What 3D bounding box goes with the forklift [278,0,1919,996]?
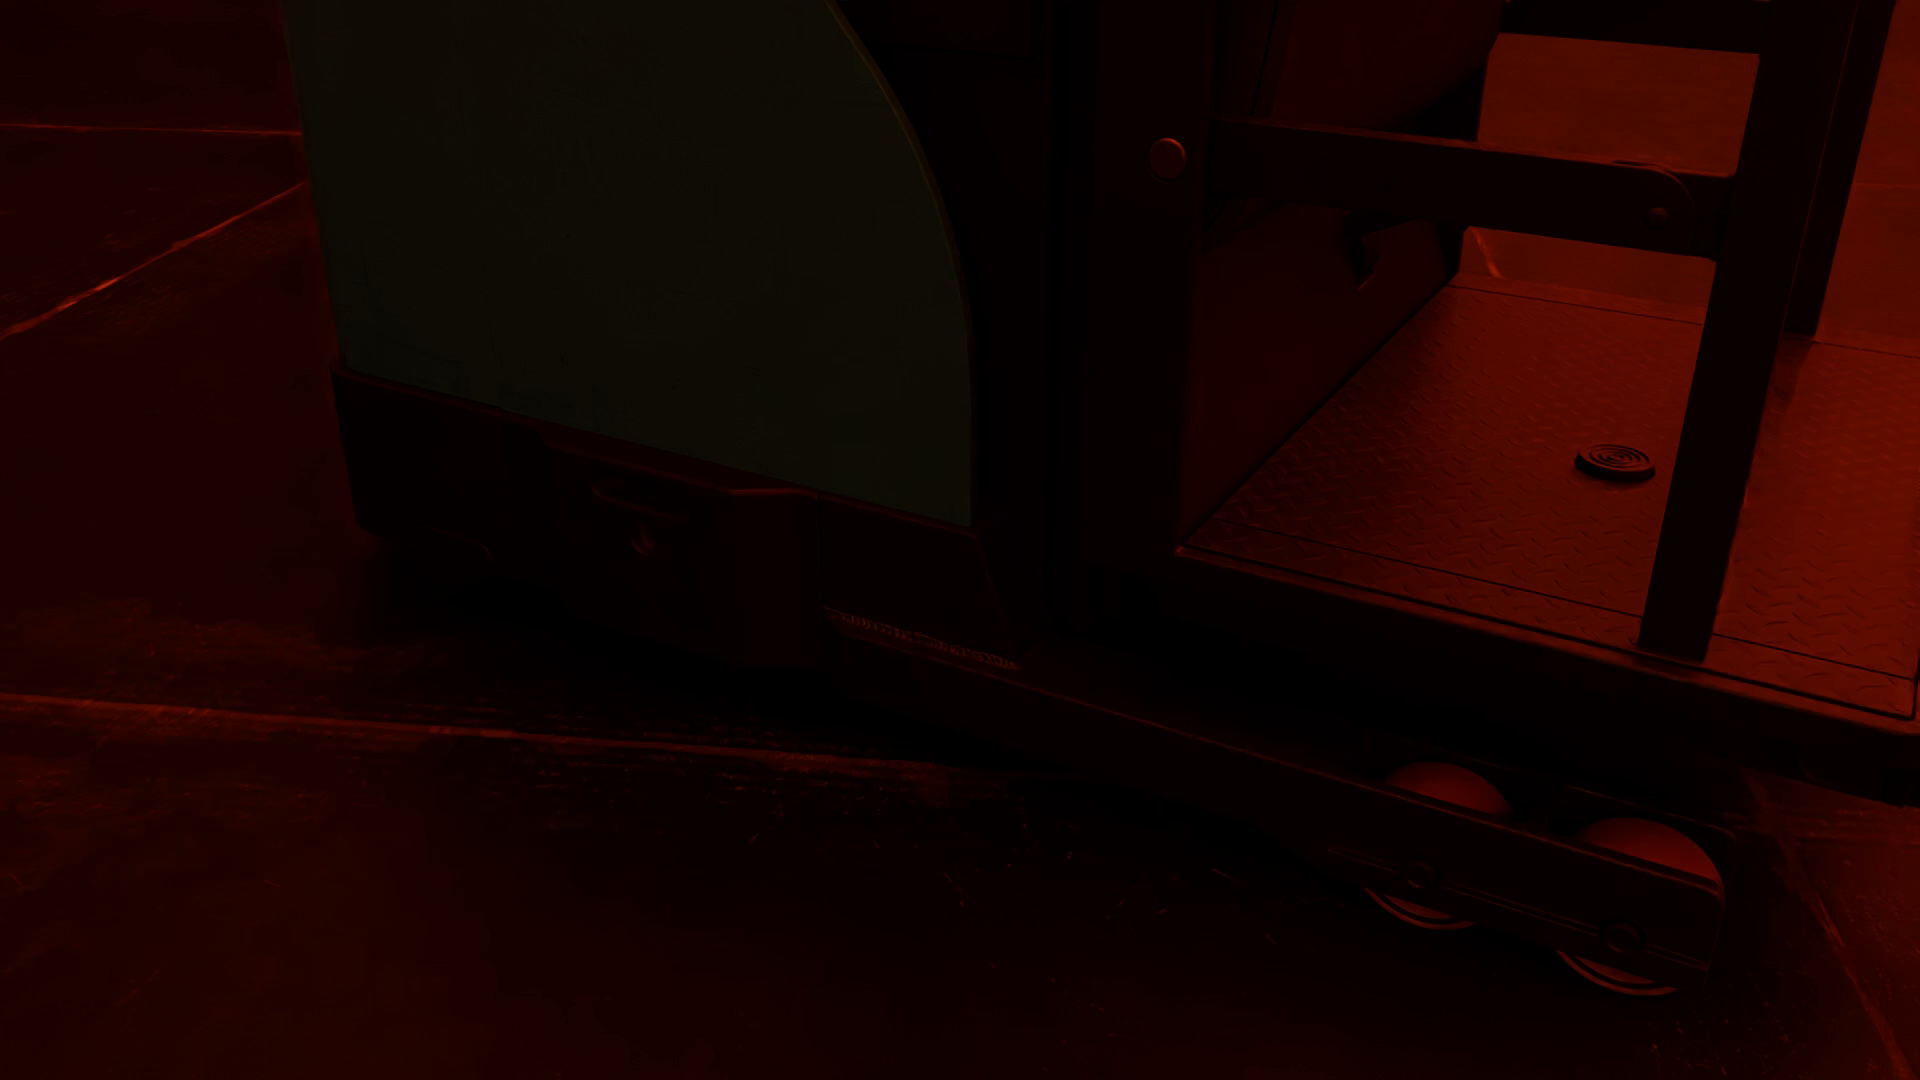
[{"bbox_3d":[0.659,-1.142,1.507,3.031,2.935,1.130,14,30,26],"label":"forklift"}]
